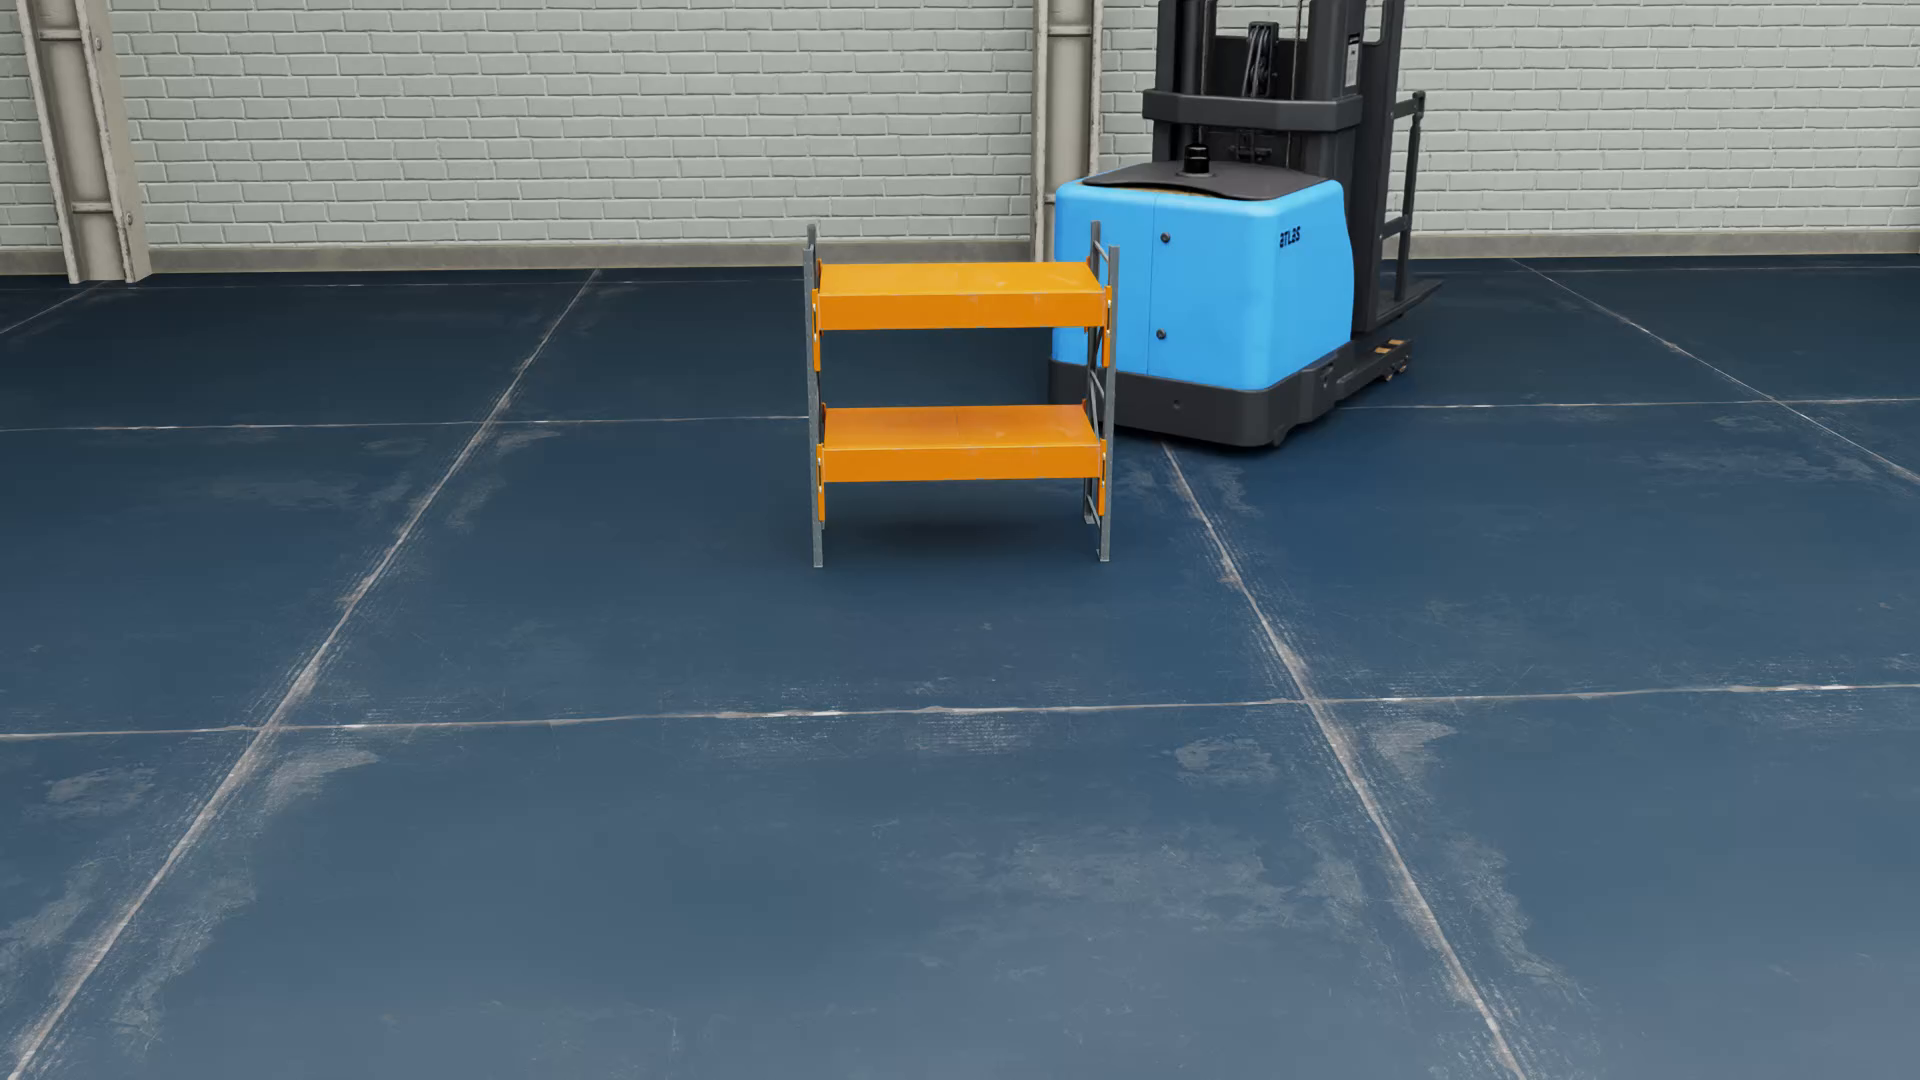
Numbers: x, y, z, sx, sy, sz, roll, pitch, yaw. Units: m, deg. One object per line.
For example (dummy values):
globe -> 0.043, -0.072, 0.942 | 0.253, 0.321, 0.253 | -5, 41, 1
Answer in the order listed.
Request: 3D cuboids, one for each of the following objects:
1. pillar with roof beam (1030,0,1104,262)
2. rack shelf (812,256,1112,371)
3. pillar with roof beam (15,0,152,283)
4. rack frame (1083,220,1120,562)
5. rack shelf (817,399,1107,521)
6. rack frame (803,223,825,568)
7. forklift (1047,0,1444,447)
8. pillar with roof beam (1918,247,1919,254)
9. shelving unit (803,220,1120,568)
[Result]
pillar with roof beam -> 0.908, -4.446, 5.151 | 0.400, 9.000, 9.100 | -1, 21, -3
rack shelf -> -0.007, -0.799, 5.816 | 1.000, 0.278, 0.538 | -1, 21, -3
pillar with roof beam -> -5.082, -4.324, 4.831 | 0.400, 9.000, 9.100 | -1, 21, -3
rack frame -> 0.501, -0.536, 5.948 | 0.032, 1.125, 0.500 | -1, 21, -3
rack shelf -> -0.007, -0.297, 6.007 | 1.000, 0.278, 0.538 | -1, 21, -3
rack frame -> -0.514, -0.515, 5.893 | 0.032, 1.125, 0.500 | -1, 21, -3
forklift -> 1.611, -2.230, 7.859 | 1.130, 2.935, 3.031 | 13, 24, 30
pillar with roof beam -> 6.898, -4.568, 5.471 | 0.400, 9.000, 9.100 | -1, 21, -3
shelving unit -> -0.007, -0.526, 5.920 | 1.048, 1.125, 0.538 | -1, 21, -3
